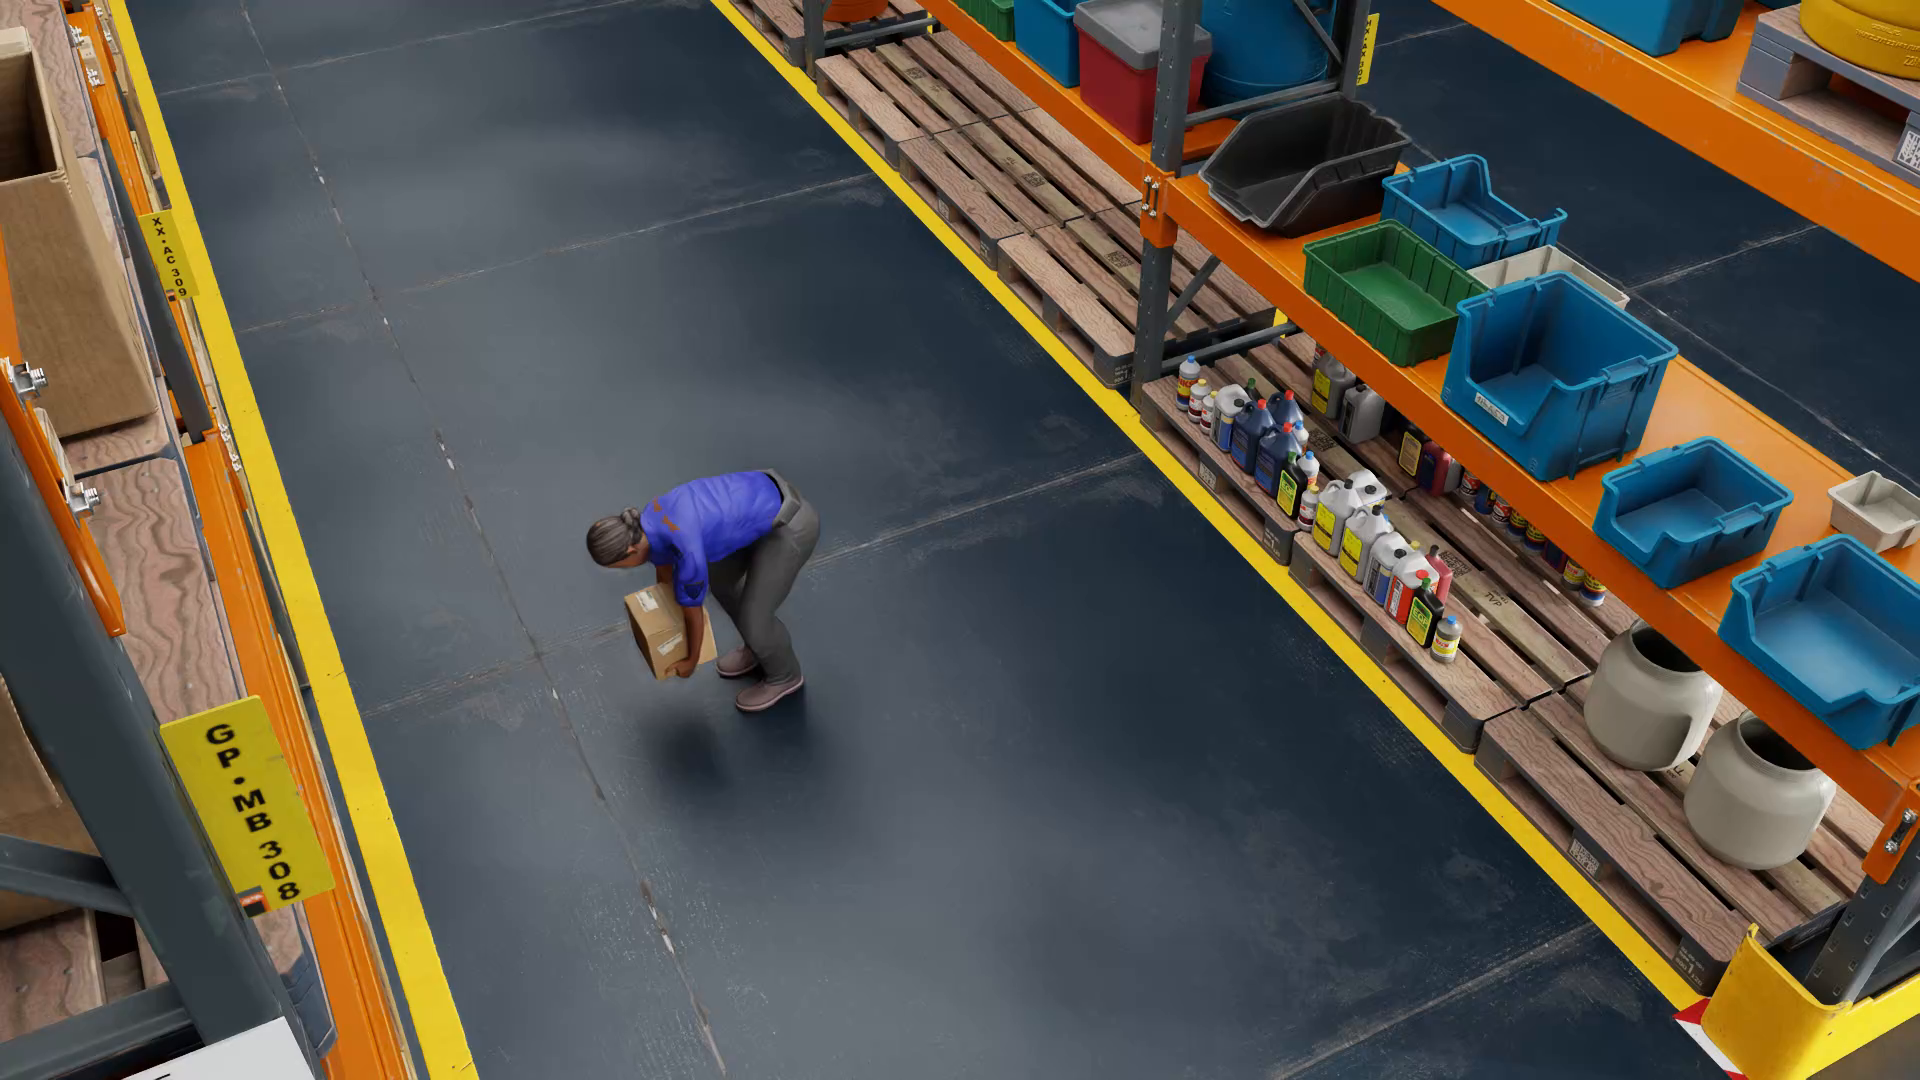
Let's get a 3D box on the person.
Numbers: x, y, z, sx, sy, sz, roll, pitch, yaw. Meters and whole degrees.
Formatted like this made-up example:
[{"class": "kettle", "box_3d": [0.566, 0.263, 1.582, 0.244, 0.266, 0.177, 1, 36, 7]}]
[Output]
[{"class": "person", "box_3d": [-0.946, 0.214, 6.366, 0.872, 1.072, 0.409, -21, 45, -22]}]
